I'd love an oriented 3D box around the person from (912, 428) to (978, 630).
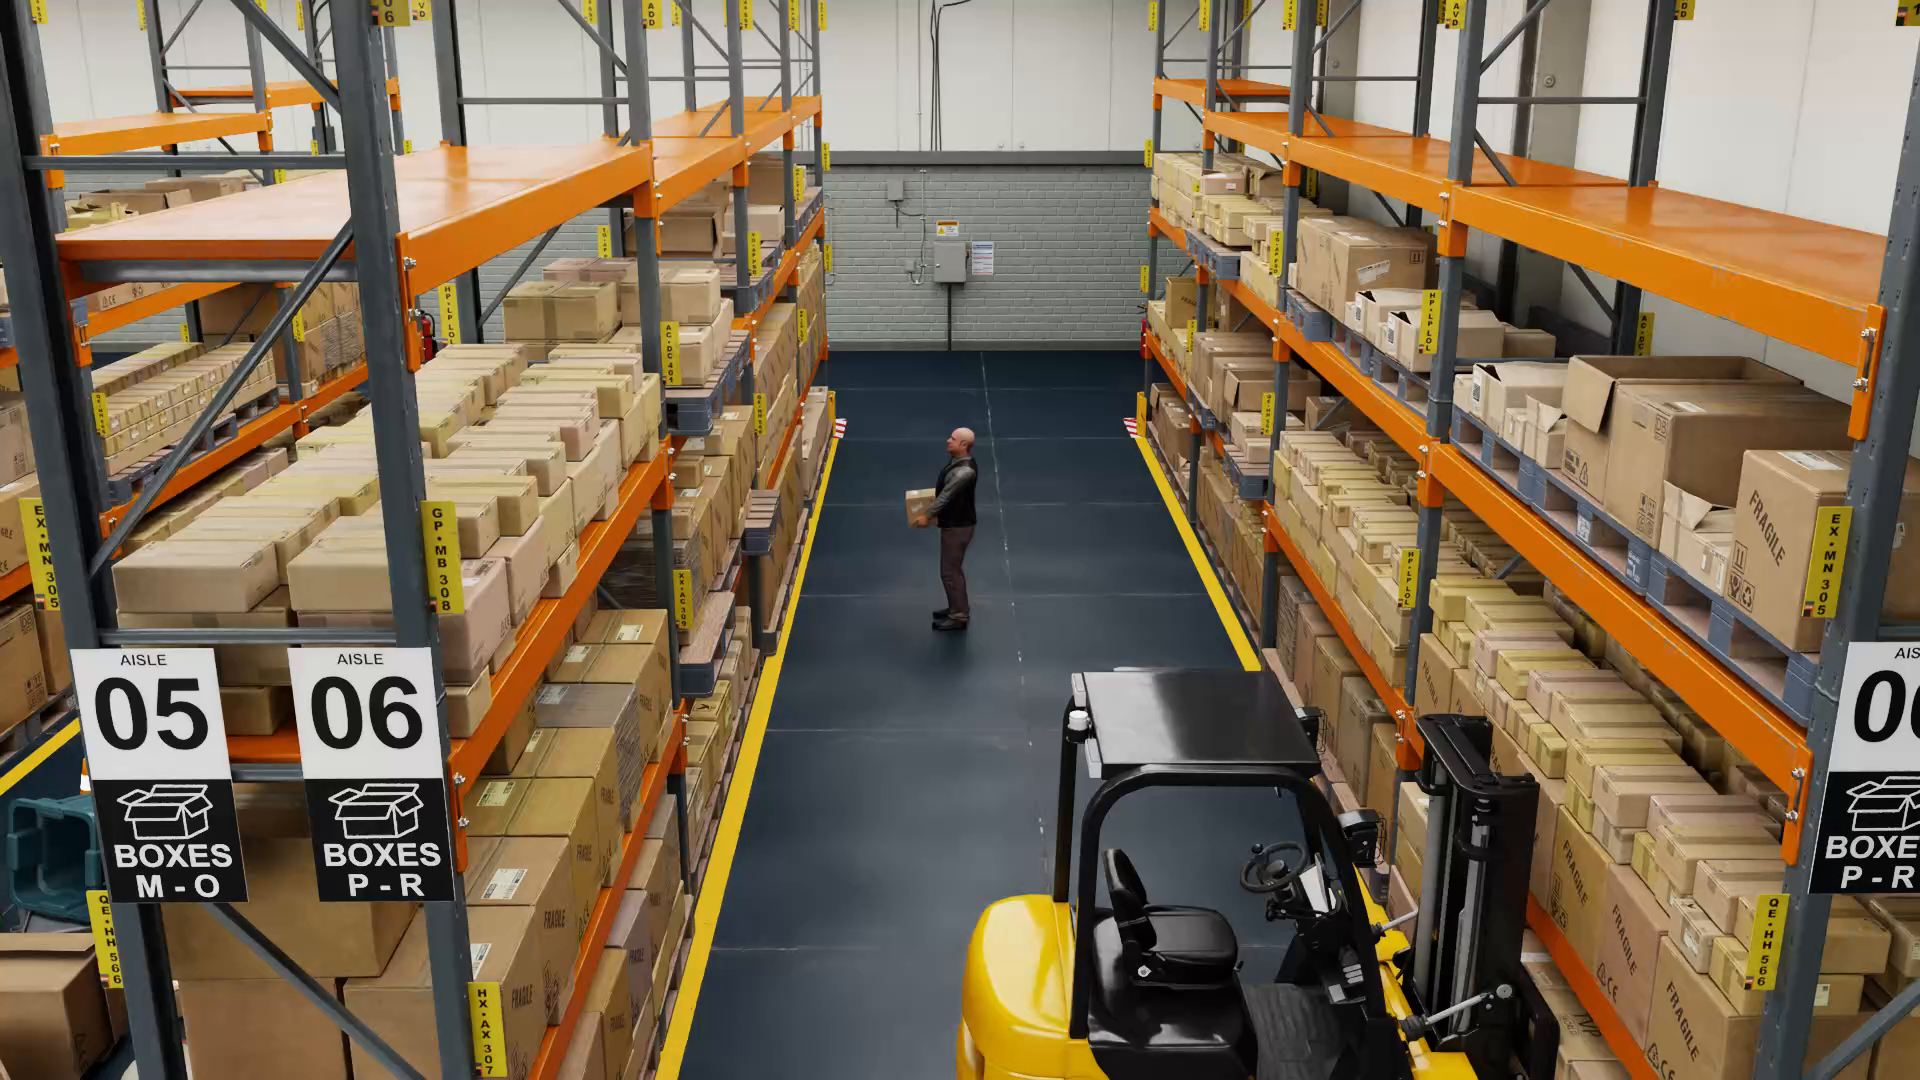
[{"bbox_3d":[-0.127,-0.107,13.951,0.551,1.711,0.494,0,17,-1],"label":"person"}]
